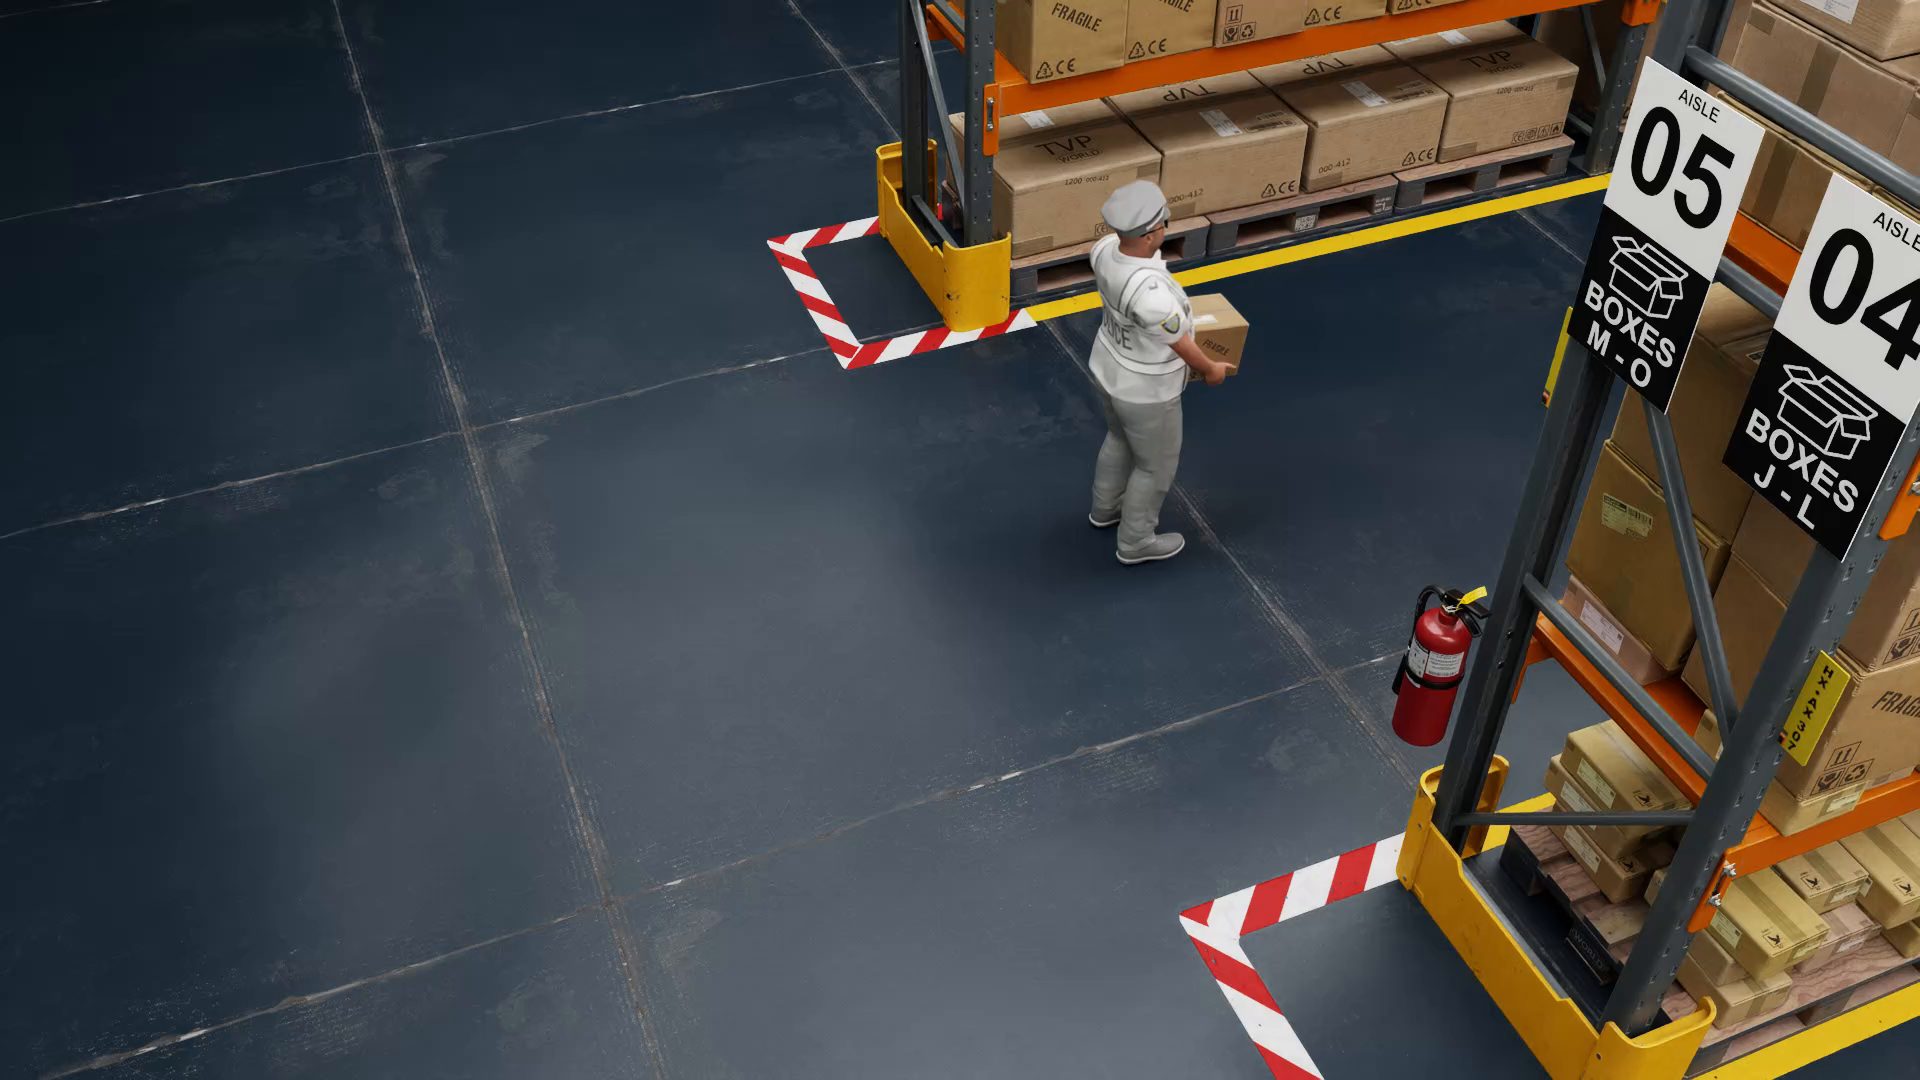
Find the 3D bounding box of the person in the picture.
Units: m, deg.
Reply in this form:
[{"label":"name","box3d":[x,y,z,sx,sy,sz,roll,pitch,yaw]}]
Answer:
[{"label":"person","box3d":[0.826,-0.707,6.942,0.567,1.766,0.494,-14,43,-16]}]
